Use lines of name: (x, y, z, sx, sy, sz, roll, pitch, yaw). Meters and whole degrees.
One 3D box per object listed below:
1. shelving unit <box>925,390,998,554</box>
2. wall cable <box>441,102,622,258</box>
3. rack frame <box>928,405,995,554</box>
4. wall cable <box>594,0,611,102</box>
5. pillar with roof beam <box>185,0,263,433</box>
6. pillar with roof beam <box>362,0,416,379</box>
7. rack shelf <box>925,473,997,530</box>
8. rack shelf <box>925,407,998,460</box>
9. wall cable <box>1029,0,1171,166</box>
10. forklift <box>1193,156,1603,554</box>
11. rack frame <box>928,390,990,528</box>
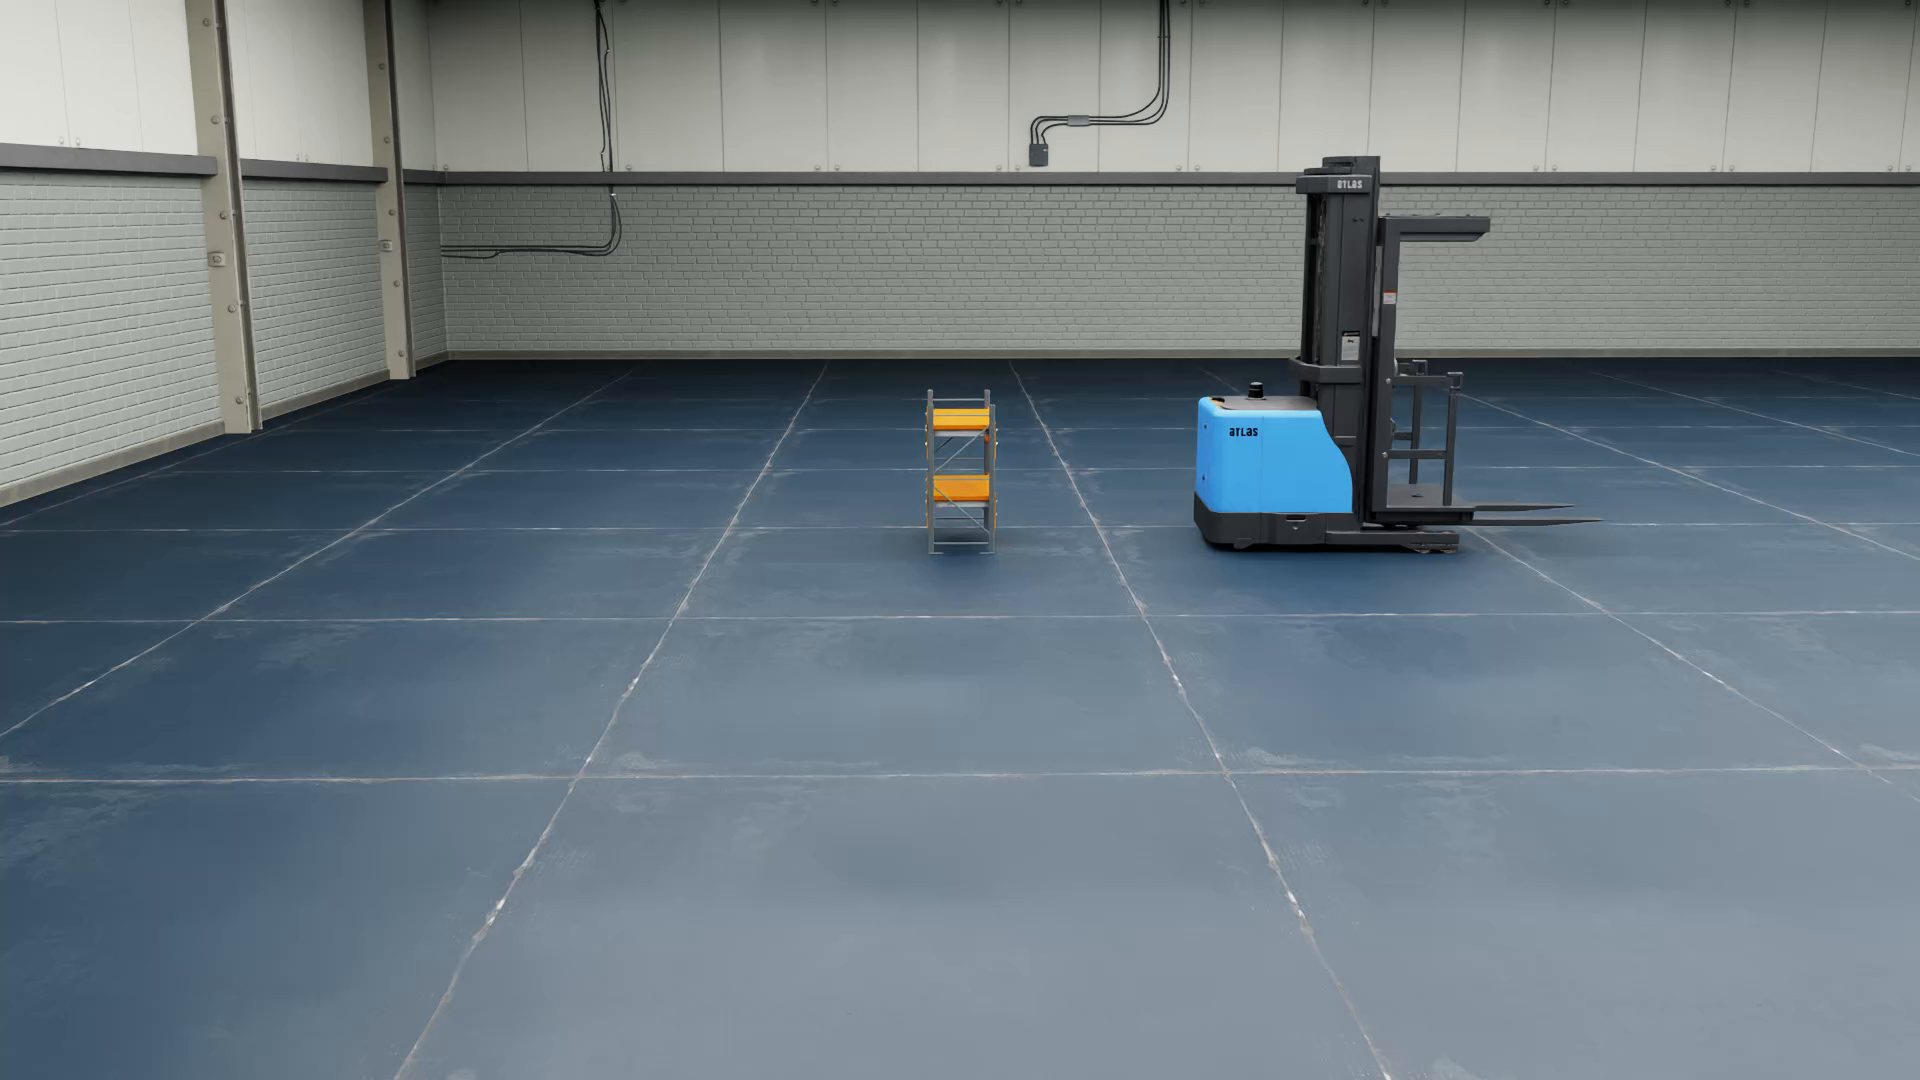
shelving unit: (0.000, -0.550, 12.941, 0.538, 1.125, 1.048, 0, 11, -1)
wall cable: (-7.185, -5.937, 27.498, 3.097, 2.526, 0.112, 0, 11, -1)
rack frame: (0.011, -0.449, 12.443, 0.500, 1.125, 0.032, 0, 11, -1)
wall cable: (-4.480, -8.423, 27.051, 3.097, 2.526, 0.112, 0, 11, -1)
pillar with roof beam: (-4.018, -5.692, 18.485, 9.100, 9.000, 0.400, 0, 11, -1)
pillar with roof beam: (-4.142, -6.885, 24.364, 9.100, 9.000, 0.400, 0, 11, -1)
rack shelf: (0.000, -0.310, 12.989, 0.538, 0.278, 1.000, 0, 11, -1)
rack shelf: (0.000, -0.837, 12.882, 0.538, 0.278, 1.000, 0, 11, -1)
wall cable: (2.307, -9.161, 27.028, 2.305, 6.003, 0.169, 0, 11, -1)
forklift: (3.405, -1.441, 12.789, 3.031, 2.935, 1.130, 0, 11, 0)
rack frame: (-0.010, -0.651, 13.439, 0.500, 1.125, 0.032, 0, 11, -1)
